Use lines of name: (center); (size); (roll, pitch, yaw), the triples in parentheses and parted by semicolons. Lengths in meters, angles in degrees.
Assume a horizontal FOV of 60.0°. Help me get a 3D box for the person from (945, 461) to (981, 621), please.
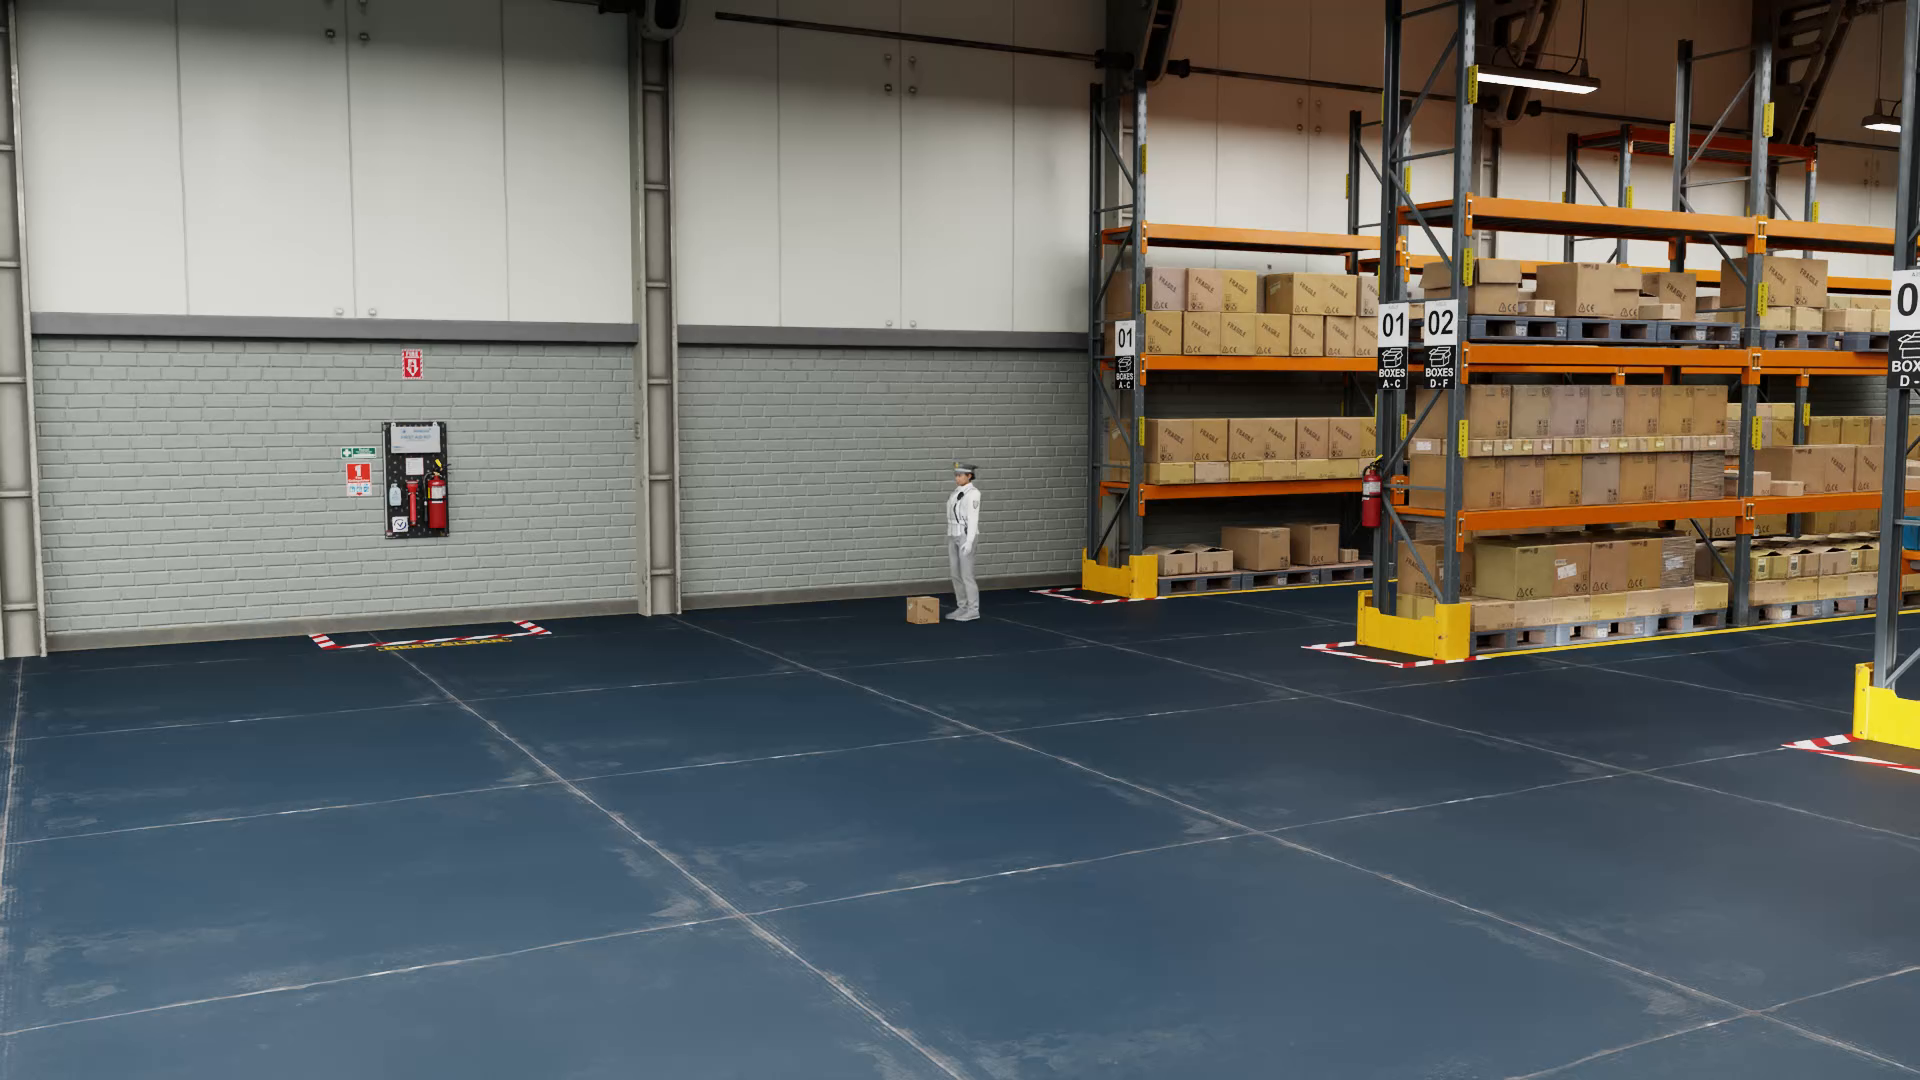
person: (0.028, 0.011, 17.408); (0.329, 1.670, 0.468); (-3, 6, -27)
